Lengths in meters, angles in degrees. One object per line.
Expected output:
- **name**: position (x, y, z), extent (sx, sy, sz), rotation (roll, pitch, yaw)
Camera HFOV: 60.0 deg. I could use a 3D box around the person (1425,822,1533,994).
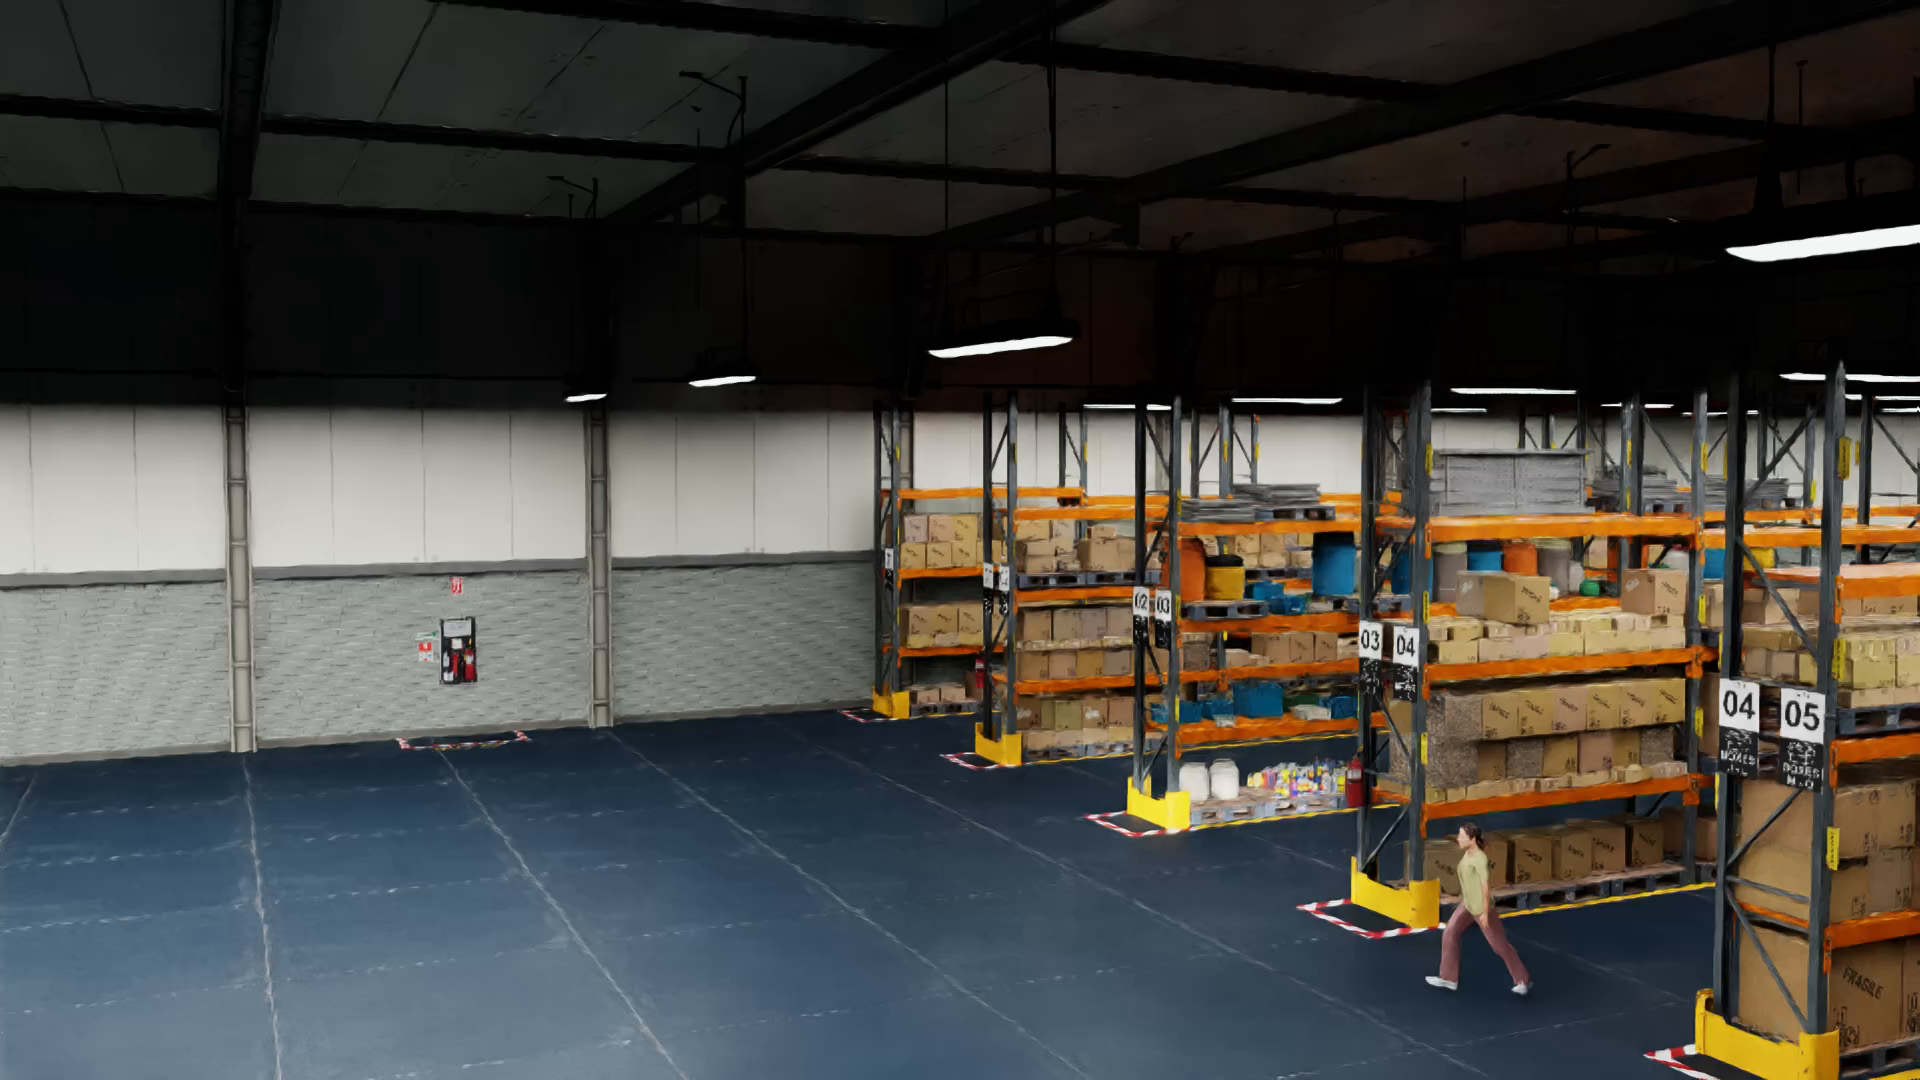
- **person**: position (4.901, 3.448, 15.602), extent (0.953, 1.609, 0.491), rotation (0, 3, -4)
